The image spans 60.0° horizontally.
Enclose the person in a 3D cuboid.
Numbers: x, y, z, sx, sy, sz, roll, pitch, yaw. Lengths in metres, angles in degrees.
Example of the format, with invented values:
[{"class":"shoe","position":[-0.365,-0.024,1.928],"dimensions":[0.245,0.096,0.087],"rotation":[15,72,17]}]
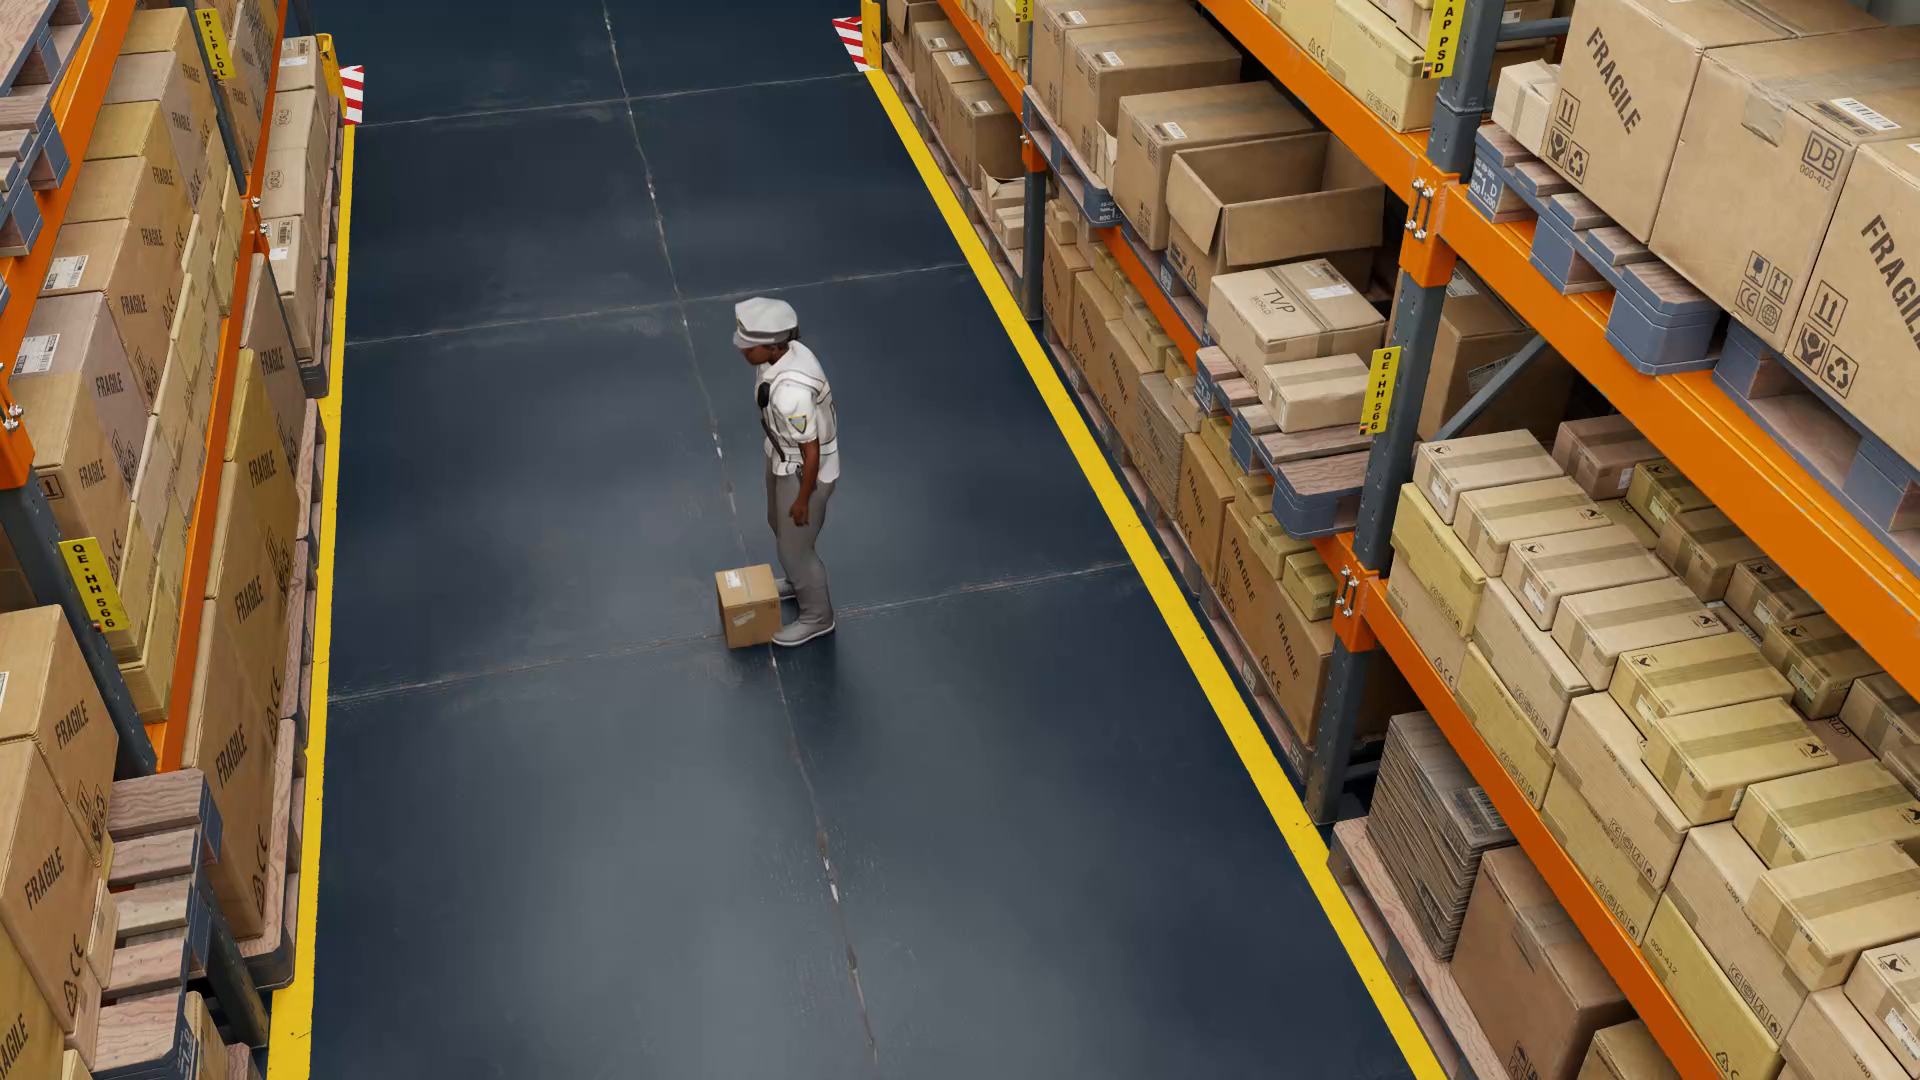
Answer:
[{"class":"person","position":[-0.719,-0.296,7.090],"dimensions":[0.397,1.656,0.518],"rotation":[-11,40,-13]}]
